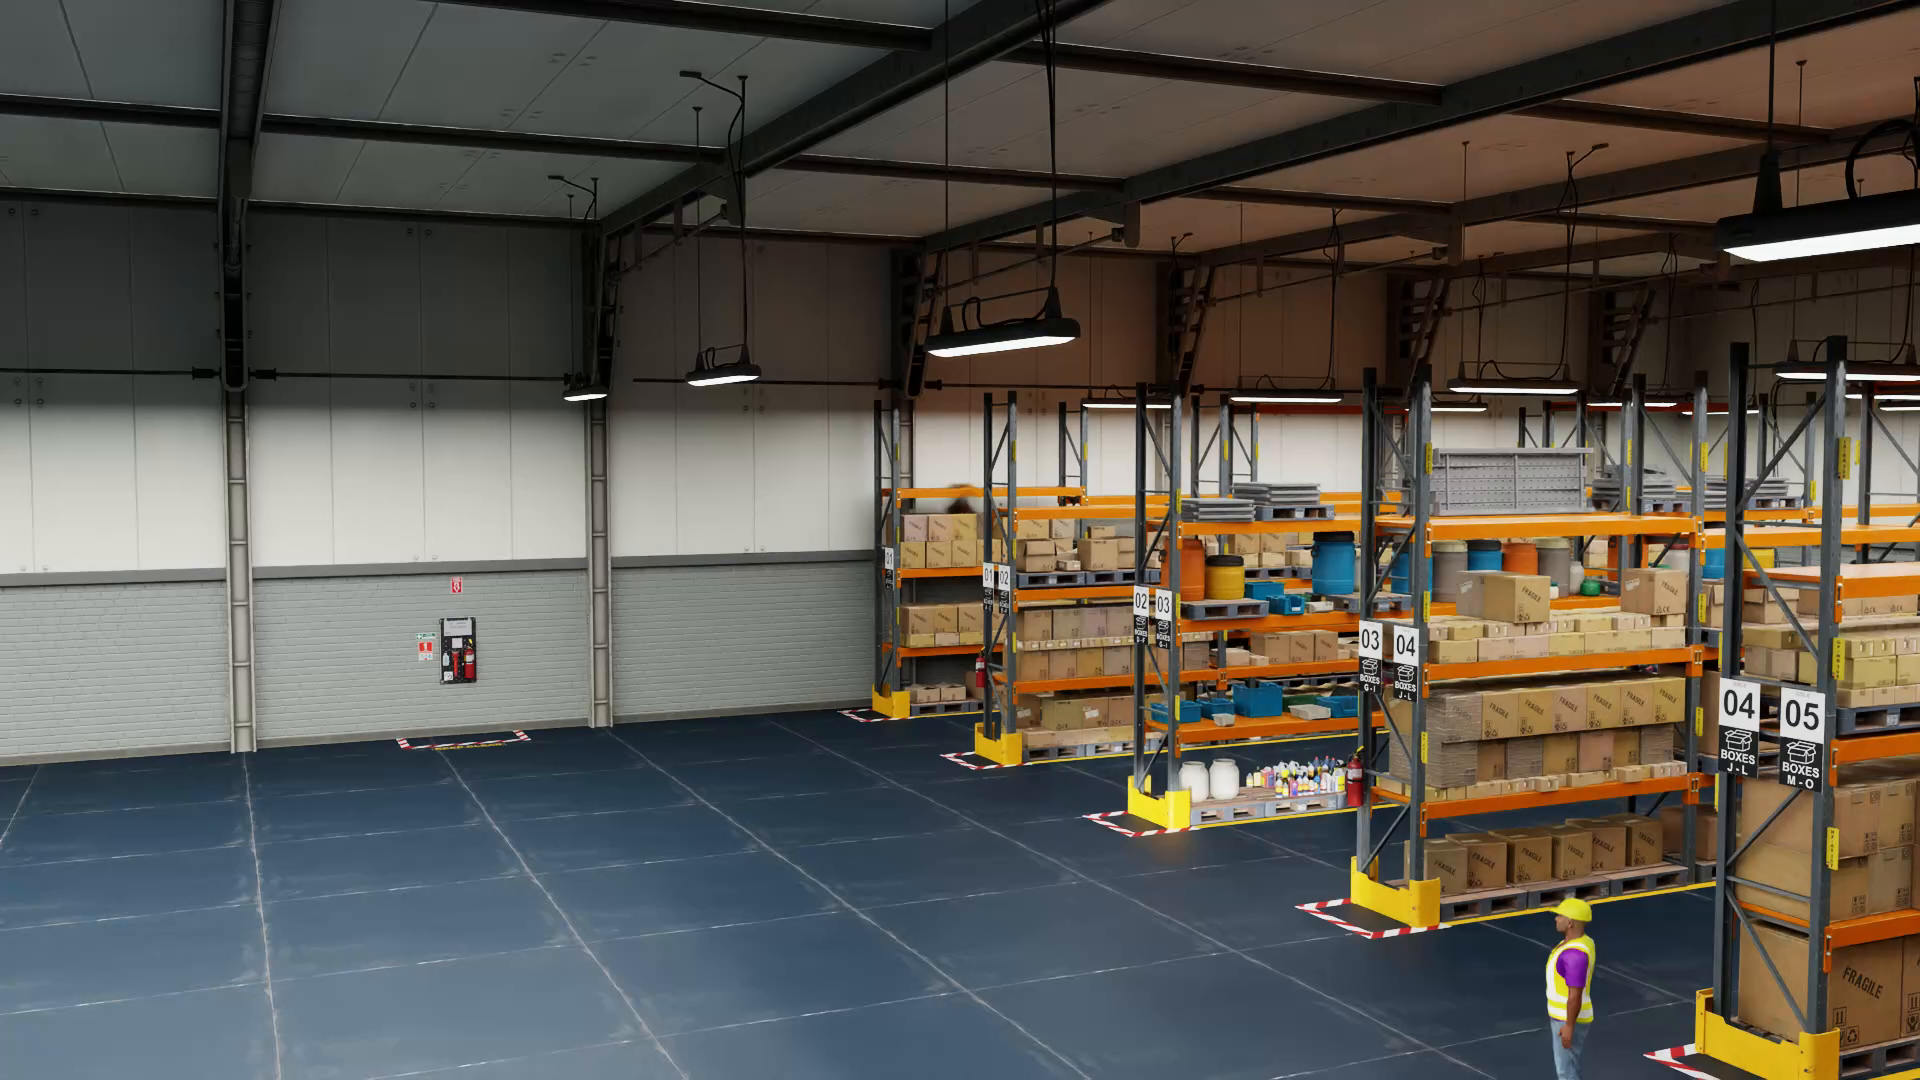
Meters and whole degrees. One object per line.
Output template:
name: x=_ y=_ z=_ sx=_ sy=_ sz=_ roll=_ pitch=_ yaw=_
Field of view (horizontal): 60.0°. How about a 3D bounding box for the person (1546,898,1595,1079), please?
person: x=4.524 y=3.551 z=12.407 sx=0.409 sy=1.774 sz=0.614 roll=1 pitch=3 yaw=15
